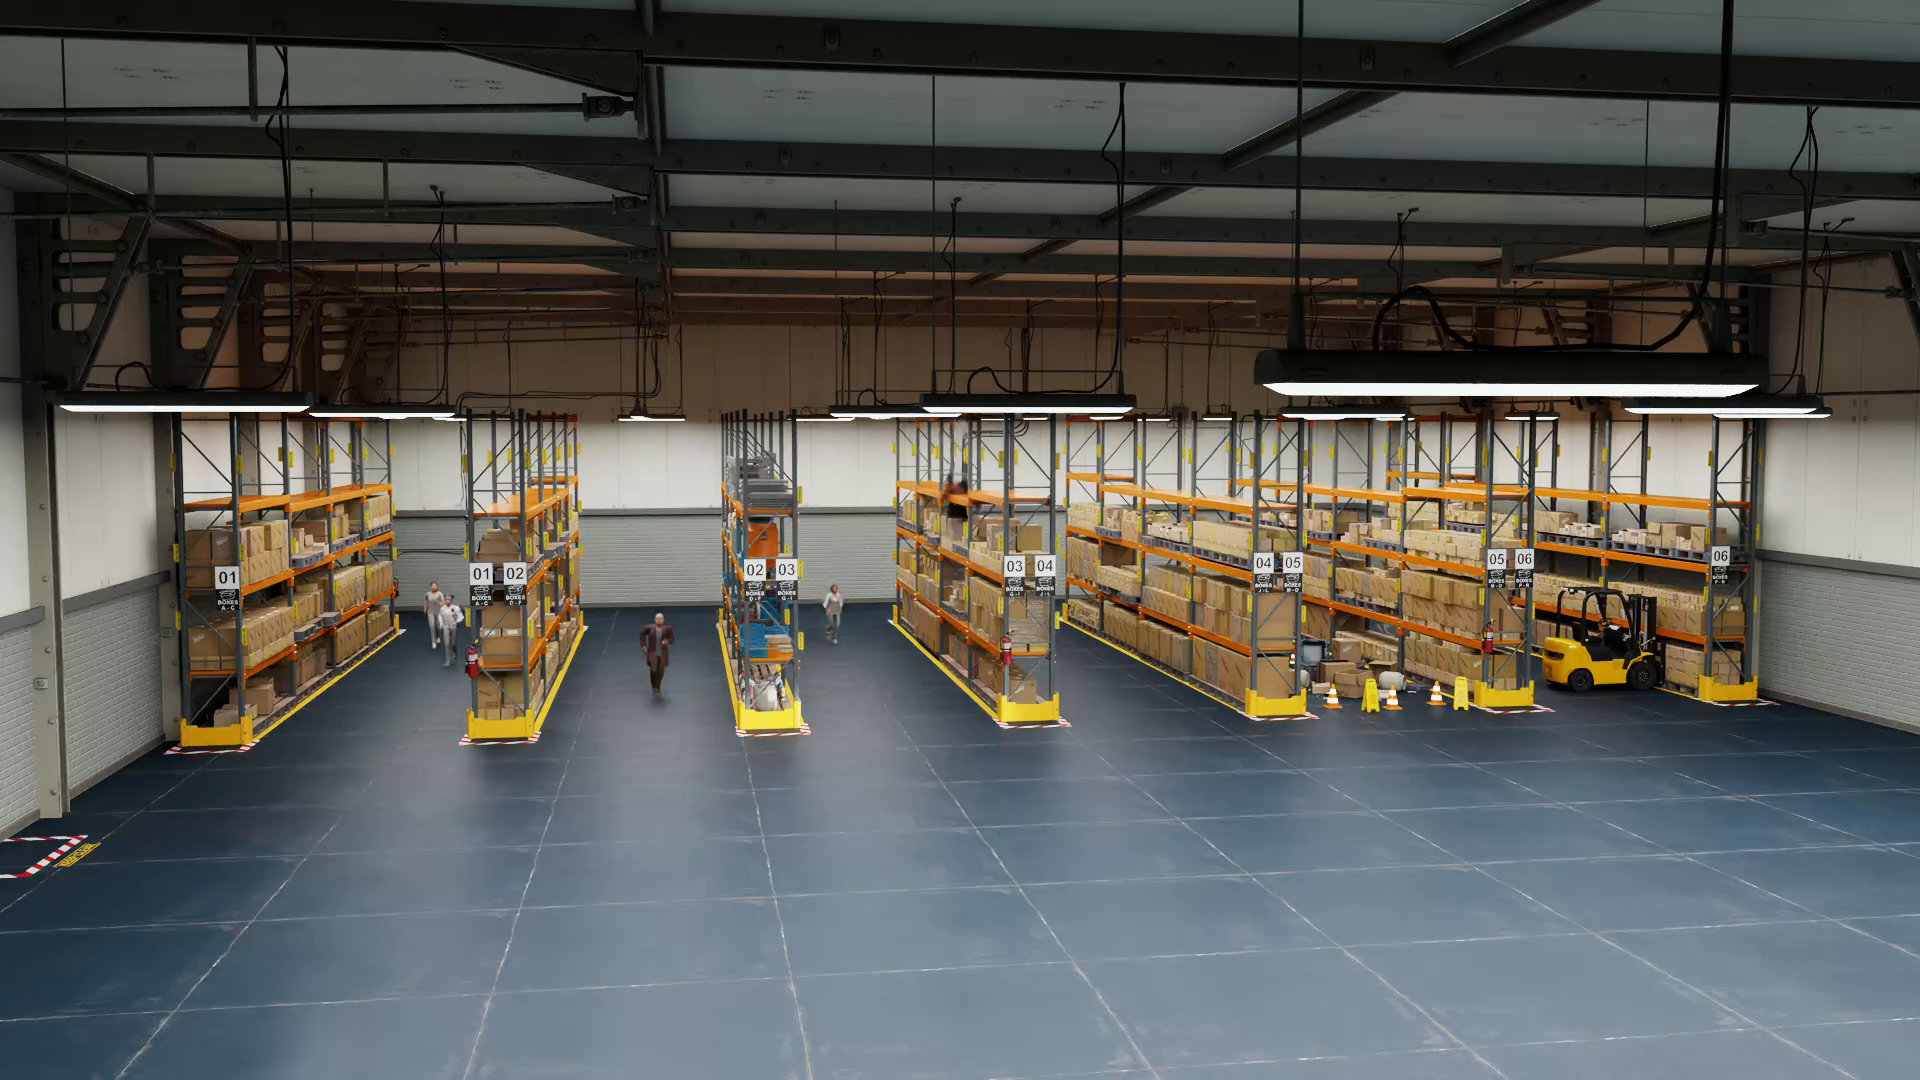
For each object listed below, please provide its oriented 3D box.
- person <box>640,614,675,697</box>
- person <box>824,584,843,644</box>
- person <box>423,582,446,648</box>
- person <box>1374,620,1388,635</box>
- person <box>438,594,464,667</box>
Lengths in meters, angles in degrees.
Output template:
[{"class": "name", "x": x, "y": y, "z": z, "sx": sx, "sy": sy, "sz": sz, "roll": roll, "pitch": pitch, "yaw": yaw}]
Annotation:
[{"class": "person", "x": -6.325, "y": 2.417, "z": 34.825, "sx": 0.691, "sy": 1.763, "sz": 0.741, "roll": -1, "pitch": 4, "yaw": -17}, {"class": "person", "x": -3.335, "y": 1.922, "z": 43.525, "sx": 0.500, "sy": 1.554, "sz": 0.598, "roll": -2, "pitch": 4, "yaw": -22}, {"class": "person", "x": -13.443, "y": 1.890, "z": 42.563, "sx": 0.561, "sy": 1.660, "sz": 0.927, "roll": -1, "pitch": 4, "yaw": -14}, {"class": "person", "x": 11.045, "y": 1.831, "z": 43.806, "sx": 0.595, "sy": 1.660, "sz": 0.580, "roll": -1, "pitch": 4, "yaw": -19}, {"class": "person", "x": -12.065, "y": 2.105, "z": 39.412, "sx": 0.610, "sy": 1.694, "sz": 0.860, "roll": 0, "pitch": 4, "yaw": -7}]
